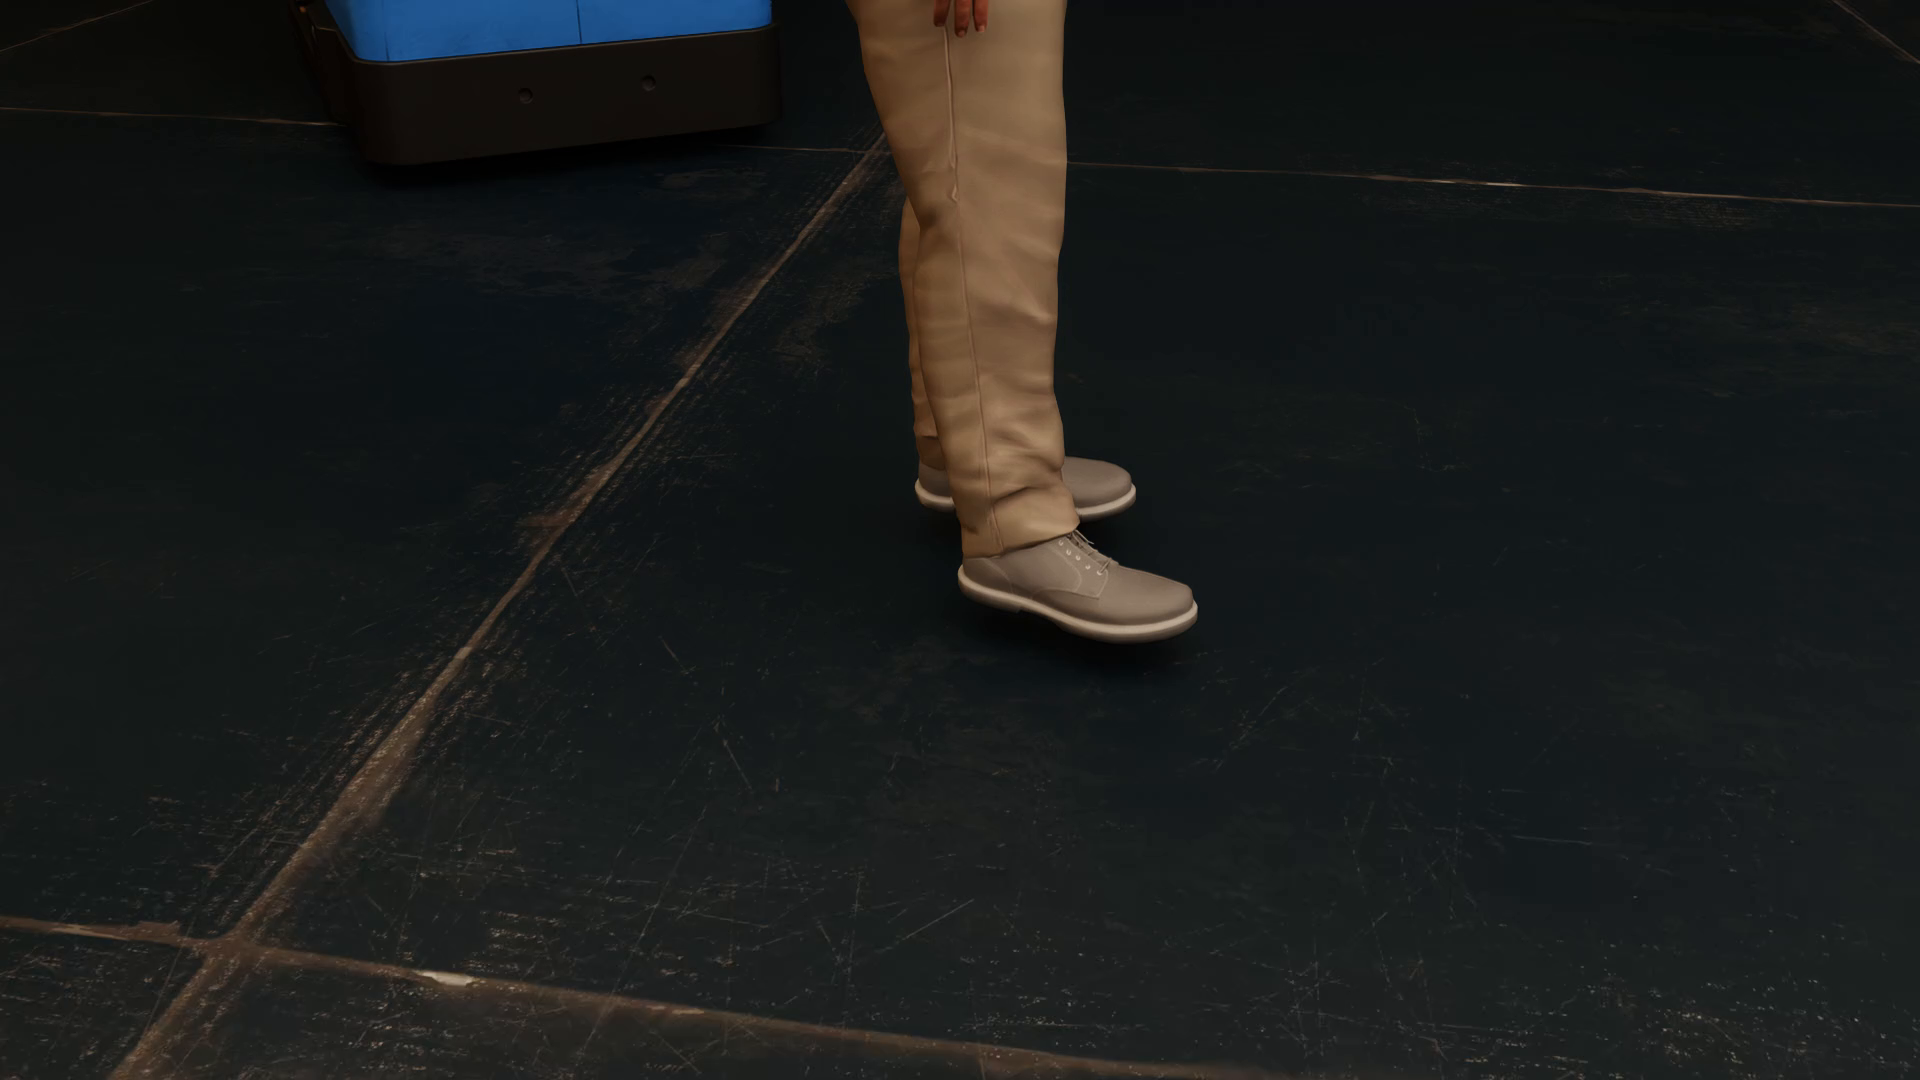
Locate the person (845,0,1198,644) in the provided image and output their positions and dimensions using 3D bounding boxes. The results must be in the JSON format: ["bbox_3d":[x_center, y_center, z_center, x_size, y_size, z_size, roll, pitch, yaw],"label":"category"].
[{"bbox_3d":[0.086,-0.785,2.033,0.550,1.727,0.641,5,29,9],"label":"person"}]

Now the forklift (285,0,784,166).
[{"bbox_3d":[-1.528,-2.867,4.648,1.130,2.935,3.031,-12,31,-21],"label":"forklift"}]
